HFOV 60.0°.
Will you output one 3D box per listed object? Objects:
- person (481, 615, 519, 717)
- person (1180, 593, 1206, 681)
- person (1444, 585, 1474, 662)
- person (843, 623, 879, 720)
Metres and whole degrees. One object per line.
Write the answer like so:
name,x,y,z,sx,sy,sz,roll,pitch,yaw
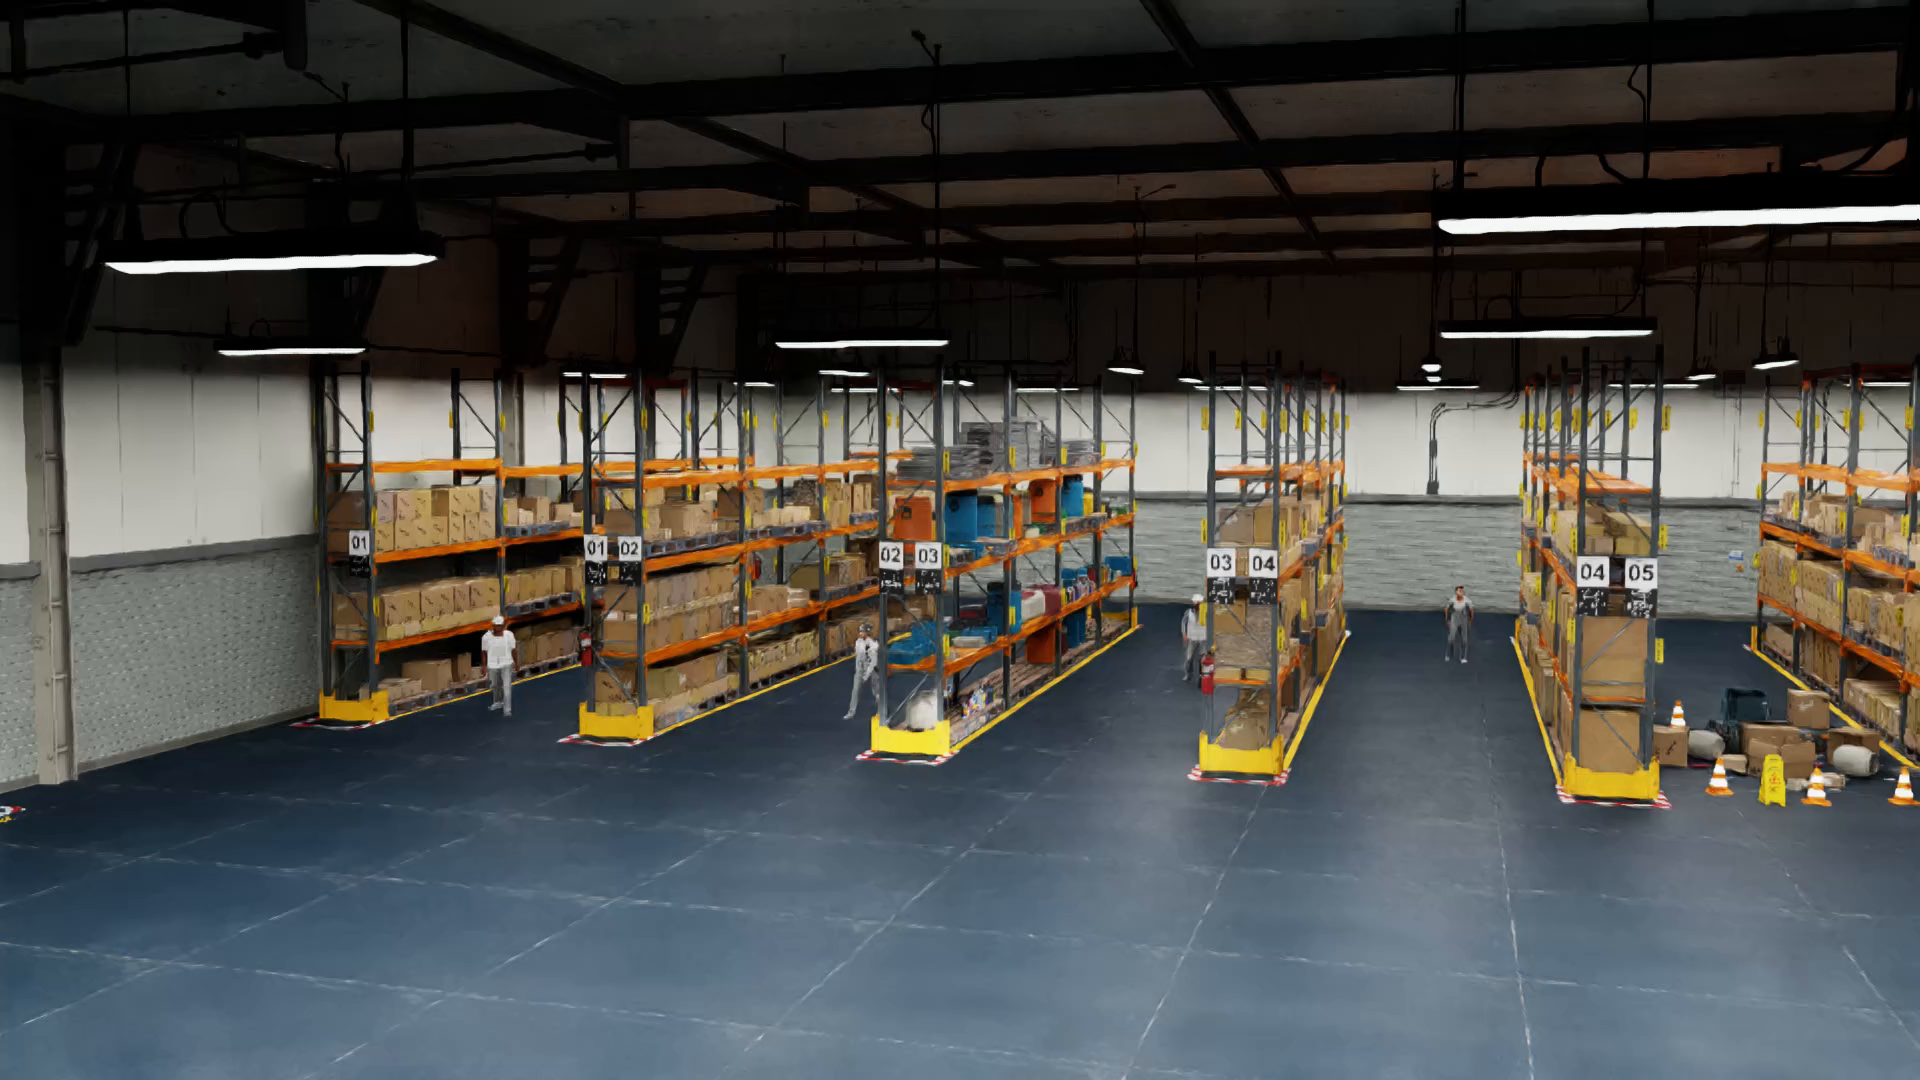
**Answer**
person,-7.853,2.129,28.341,0.618,1.726,0.960,0,4,-7
person,4.556,1.872,31.857,0.677,1.726,0.574,1,4,14
person,10.354,1.735,34.522,0.580,1.618,0.507,1,4,15
person,-1.575,2.183,27.889,0.482,1.621,0.997,2,4,25
